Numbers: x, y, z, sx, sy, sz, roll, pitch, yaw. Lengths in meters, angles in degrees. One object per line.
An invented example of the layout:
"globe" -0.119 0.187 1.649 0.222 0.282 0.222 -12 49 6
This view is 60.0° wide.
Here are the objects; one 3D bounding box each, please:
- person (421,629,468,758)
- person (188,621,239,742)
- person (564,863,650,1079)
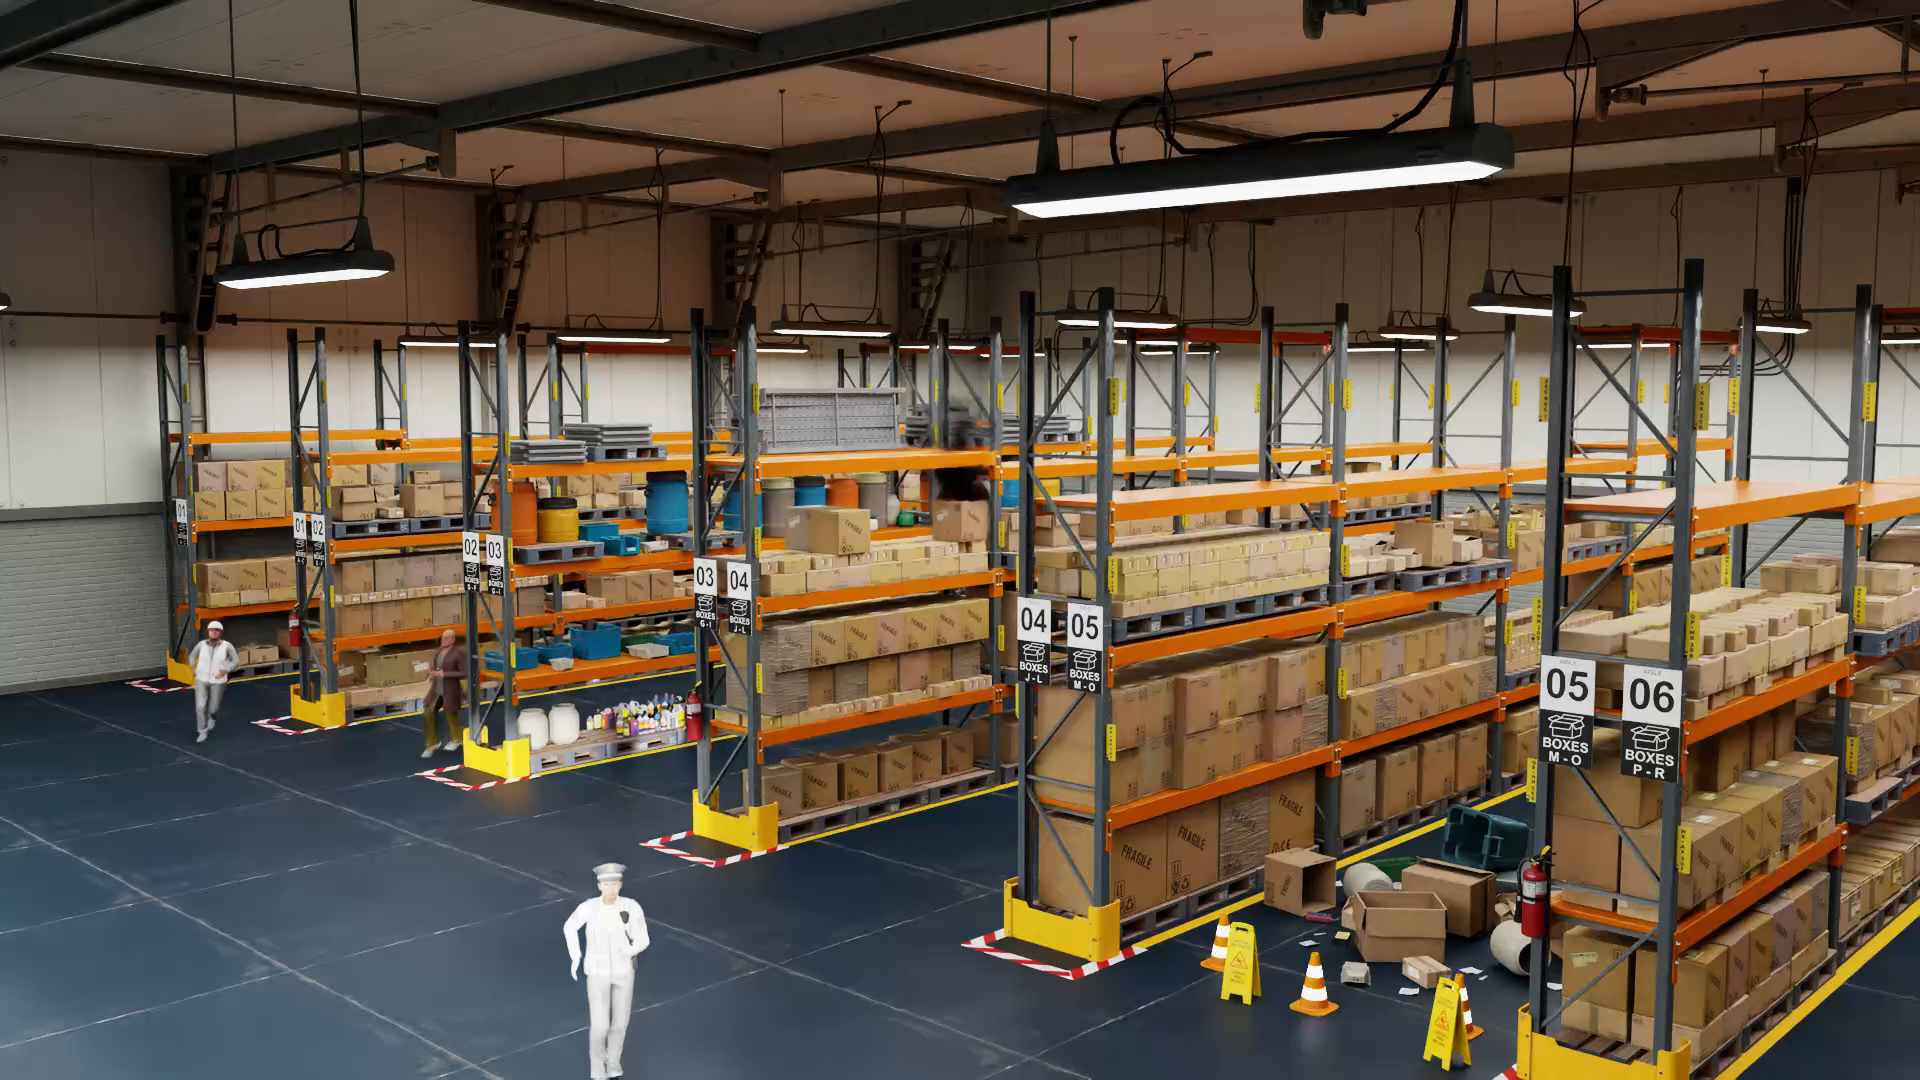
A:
"person" -7.060 2.139 23.121 0.709 1.837 0.756 2 6 21
"person" -10.912 2.037 24.327 0.694 1.727 0.682 -1 6 -13
"person" -2.560 3.184 12.141 0.582 1.690 0.658 -2 6 -19
